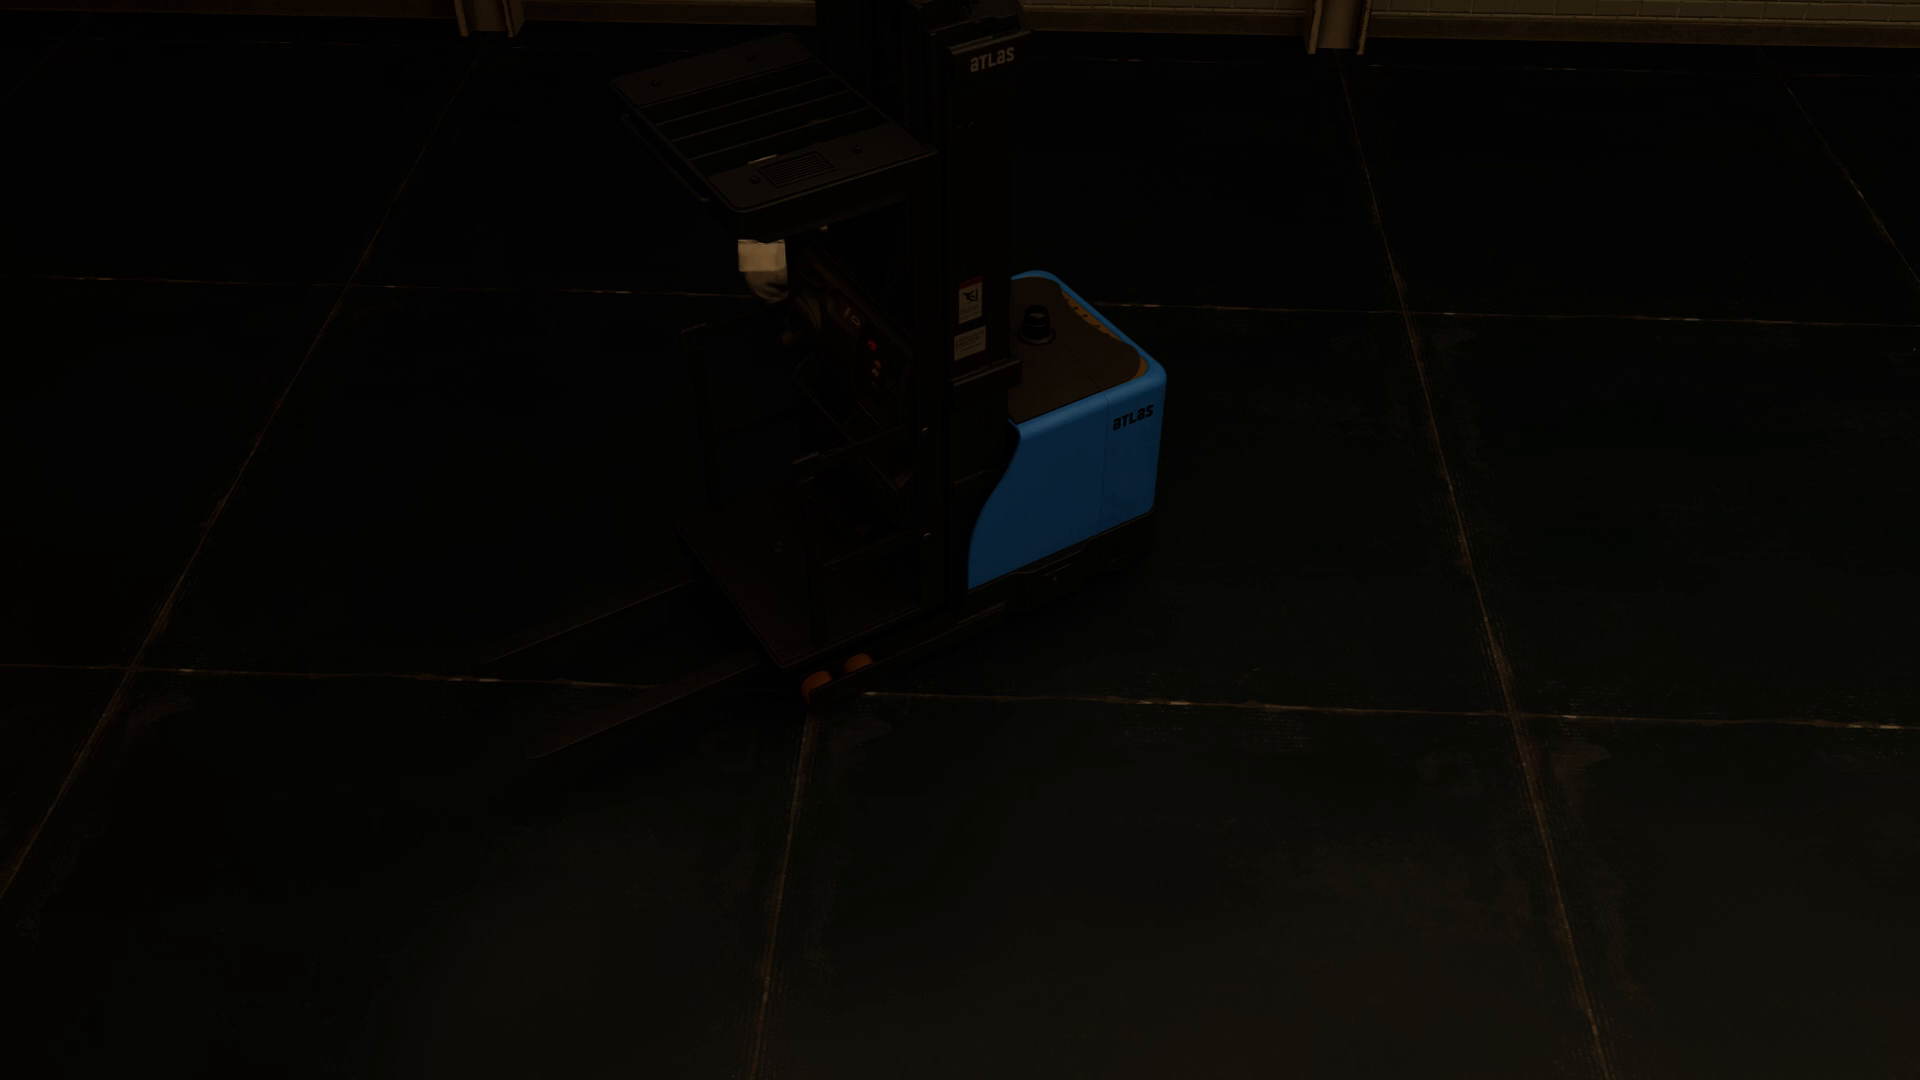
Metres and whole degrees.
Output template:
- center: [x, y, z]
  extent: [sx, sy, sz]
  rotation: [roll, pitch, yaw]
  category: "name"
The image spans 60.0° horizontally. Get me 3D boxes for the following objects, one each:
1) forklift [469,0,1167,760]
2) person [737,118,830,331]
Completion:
- center: [-0.617, -0.769, 6.584]
  extent: [3.031, 2.935, 1.130]
  rotation: [-23, 47, -23]
  category: "forklift"
- center: [-0.688, -1.501, 8.504]
  extent: [0.889, 1.458, 0.949]
  rotation: [15, 44, 16]
  category: "person"
